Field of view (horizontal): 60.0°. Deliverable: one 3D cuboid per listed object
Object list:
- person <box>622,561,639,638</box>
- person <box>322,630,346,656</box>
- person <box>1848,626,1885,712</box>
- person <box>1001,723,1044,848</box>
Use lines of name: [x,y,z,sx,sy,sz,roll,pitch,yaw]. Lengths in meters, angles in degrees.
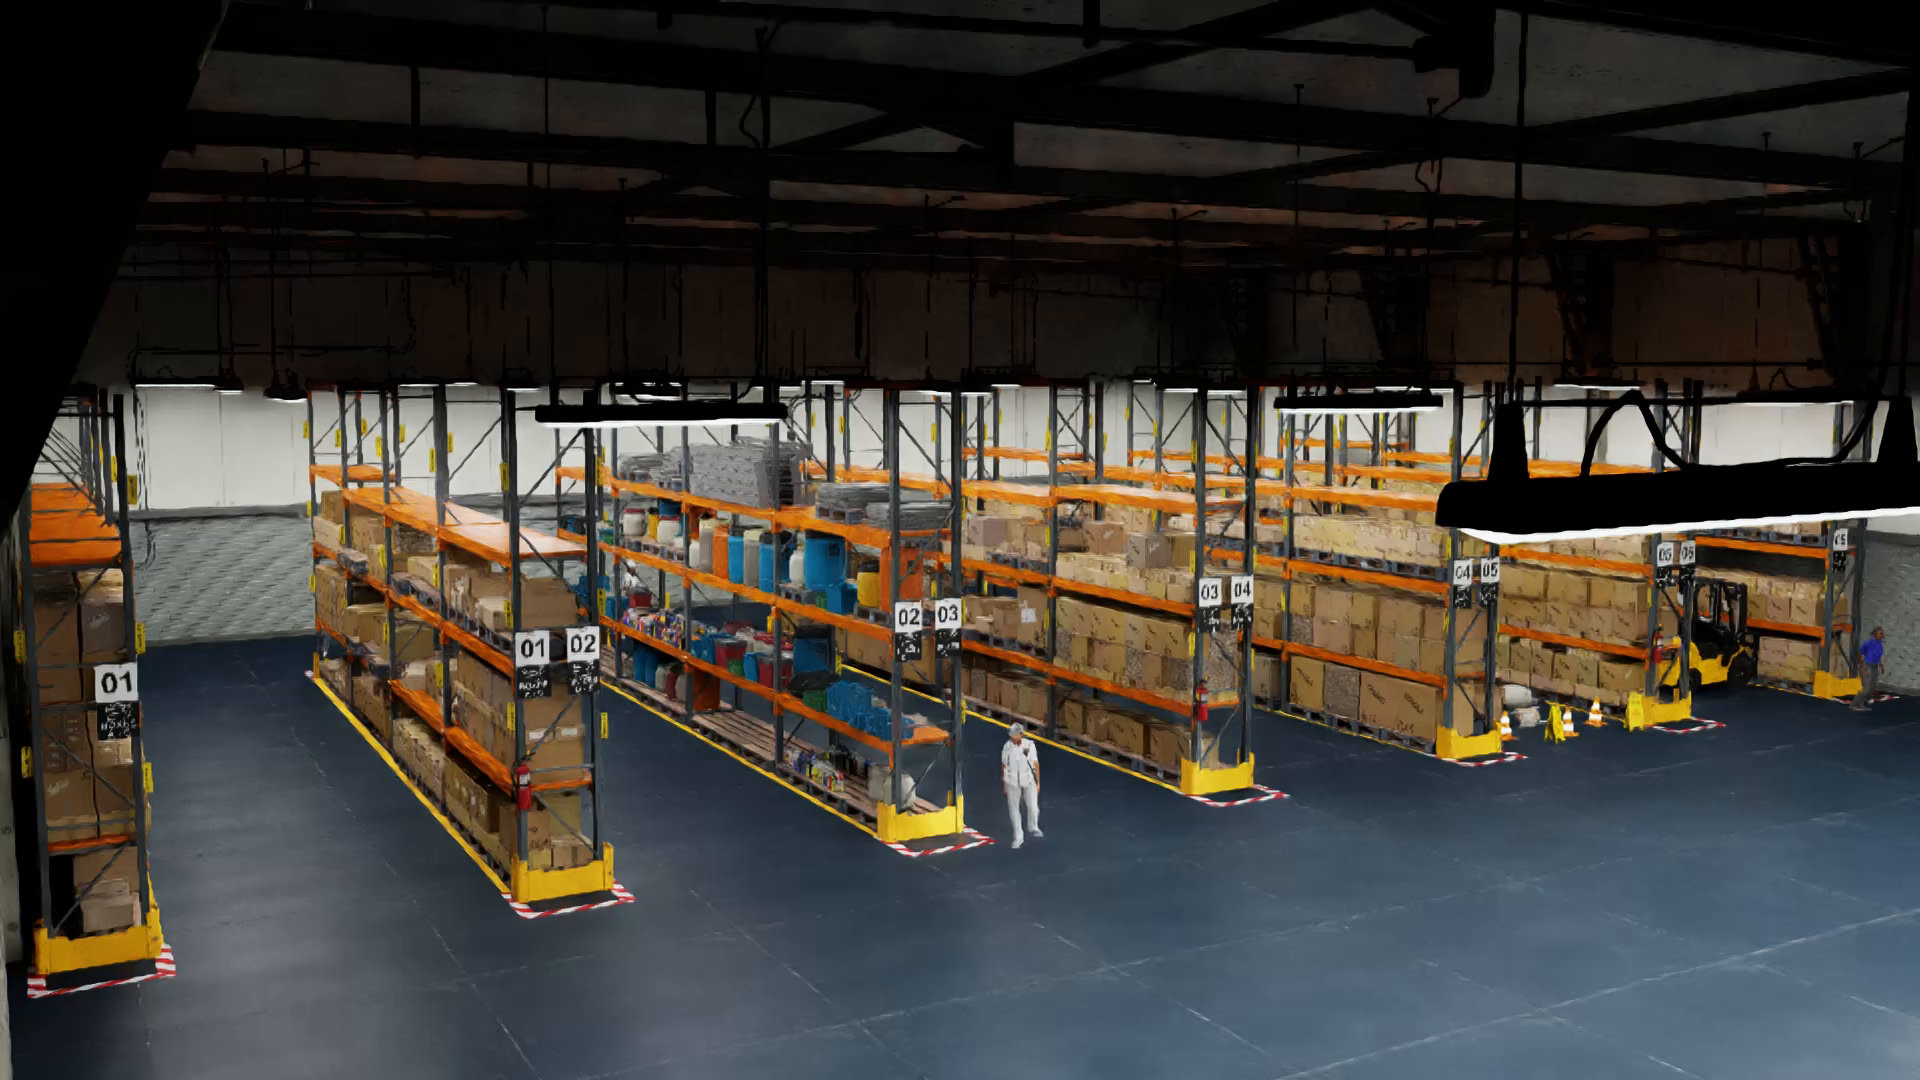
person: [-7.563,1.354,38.373,0.578,1.774,0.738,1,6,11]
person: [-13.376,1.737,35.688,0.951,1.622,0.479,5,8,38]
person: [16.494,2.334,30.190,0.593,1.603,0.515,-4,7,-31]
person: [0.818,3.195,21.857,0.553,1.655,0.560,1,6,9]
